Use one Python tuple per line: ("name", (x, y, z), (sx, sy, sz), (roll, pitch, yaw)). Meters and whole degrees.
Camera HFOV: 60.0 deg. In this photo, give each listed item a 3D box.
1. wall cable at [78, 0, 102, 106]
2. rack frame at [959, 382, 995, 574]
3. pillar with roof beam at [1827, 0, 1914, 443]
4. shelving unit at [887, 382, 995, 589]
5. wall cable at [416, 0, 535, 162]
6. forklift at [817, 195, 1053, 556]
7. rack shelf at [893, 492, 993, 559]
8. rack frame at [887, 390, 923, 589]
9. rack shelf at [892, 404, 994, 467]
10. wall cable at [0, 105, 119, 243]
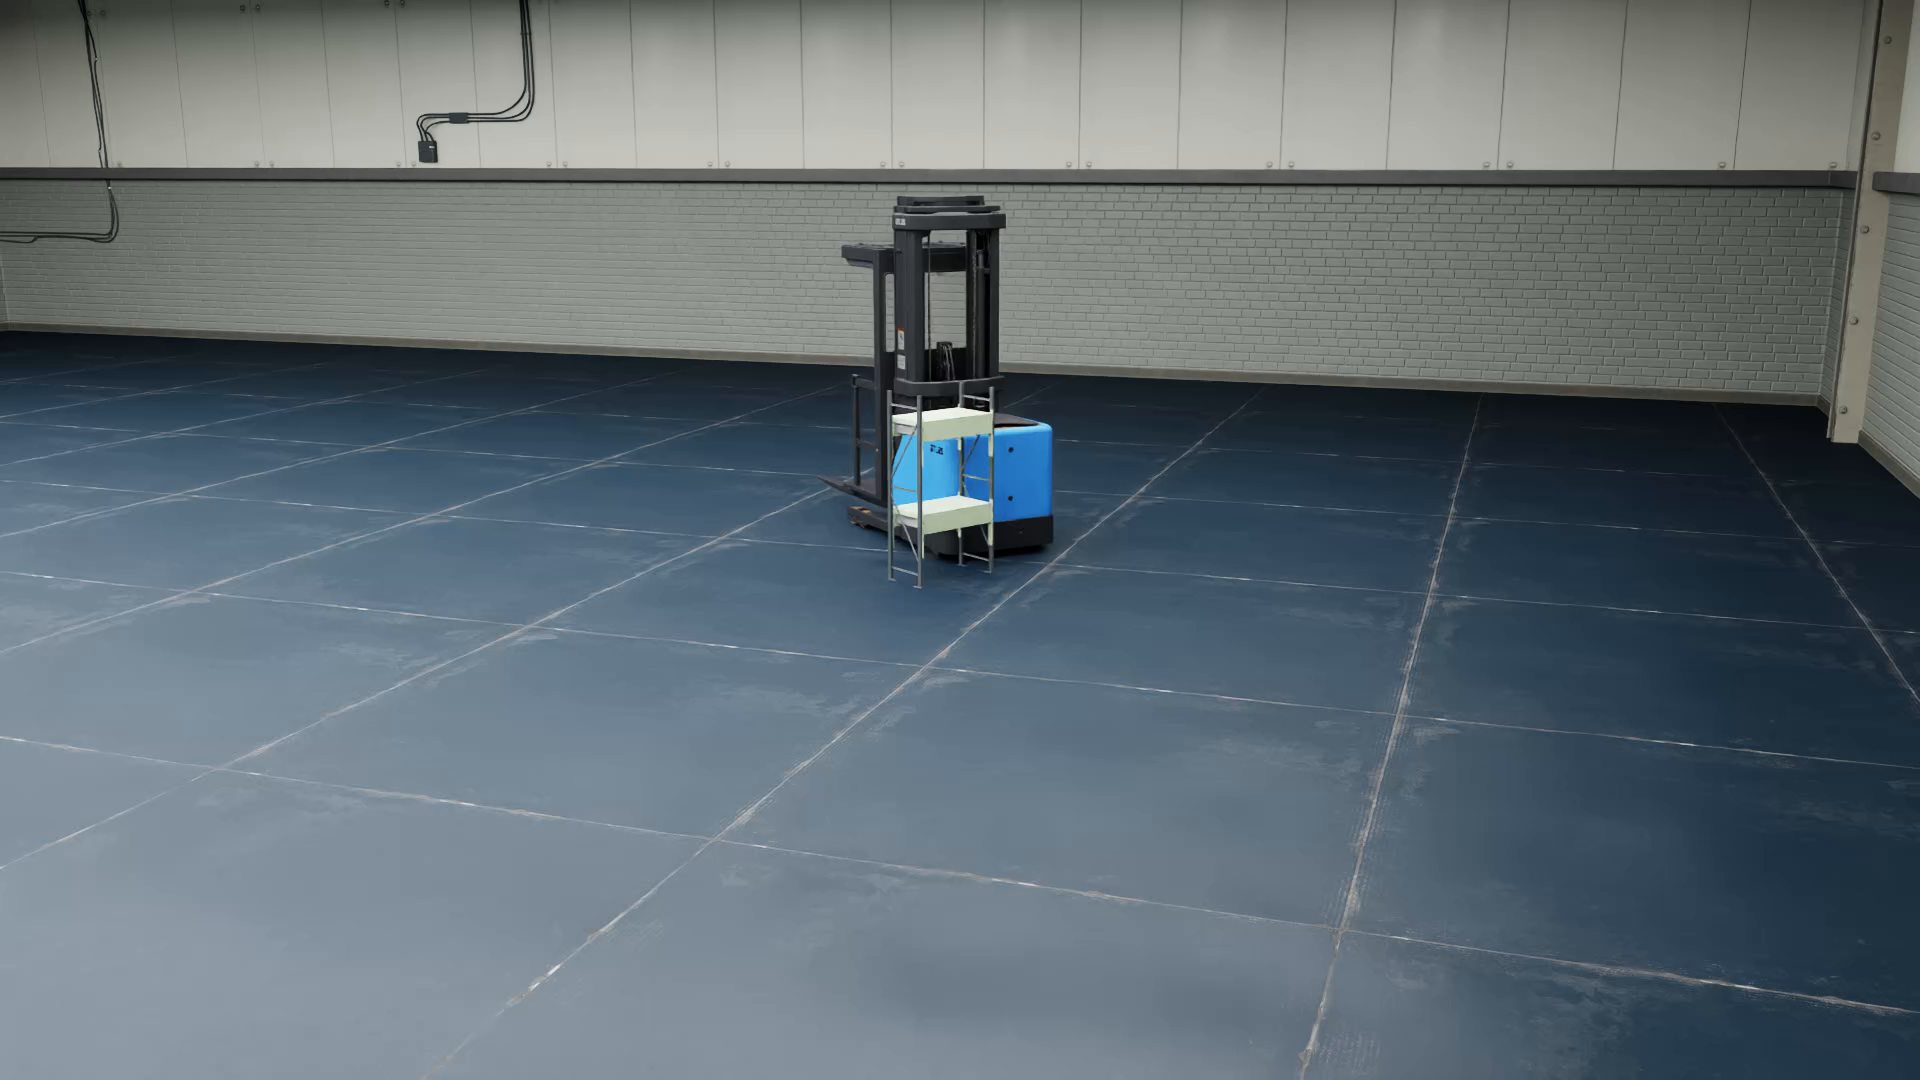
("wall cable", (-14.590, -9.116, 29.832), (3.097, 2.526, 0.112), (4, 14, 18))
("rack frame", (0.132, -0.493, 13.276), (0.023, 1.500, 0.400), (-11, 17, -39))
("pillar with roof beam", (6.378, -5.879, 20.023), (9.100, 9.000, 0.400), (4, 14, 18))
("shelving unit", (-0.146, -0.440, 13.044), (0.755, 1.500, 0.431), (-11, 17, -39))
("wall cable", (-8.172, -9.333, 27.515), (2.305, 6.003, 0.169), (4, 14, 18))
("forklift", (-0.369, -1.576, 14.806), (1.130, 2.935, 3.031), (-7, 15, -28))
("rack shelf", (-0.146, -0.122, 13.117), (0.720, 0.370, 0.431), (-11, 17, -39))
("rack frame", (-0.424, -0.387, 12.812), (0.023, 1.500, 0.400), (-11, 17, -39))
("rack shelf", (-0.146, -0.820, 12.957), (0.720, 0.370, 0.431), (-11, 17, -39))
("wall cable", (-17.150, -6.848, 31.248), (3.097, 2.526, 0.112), (4, 14, 18))
